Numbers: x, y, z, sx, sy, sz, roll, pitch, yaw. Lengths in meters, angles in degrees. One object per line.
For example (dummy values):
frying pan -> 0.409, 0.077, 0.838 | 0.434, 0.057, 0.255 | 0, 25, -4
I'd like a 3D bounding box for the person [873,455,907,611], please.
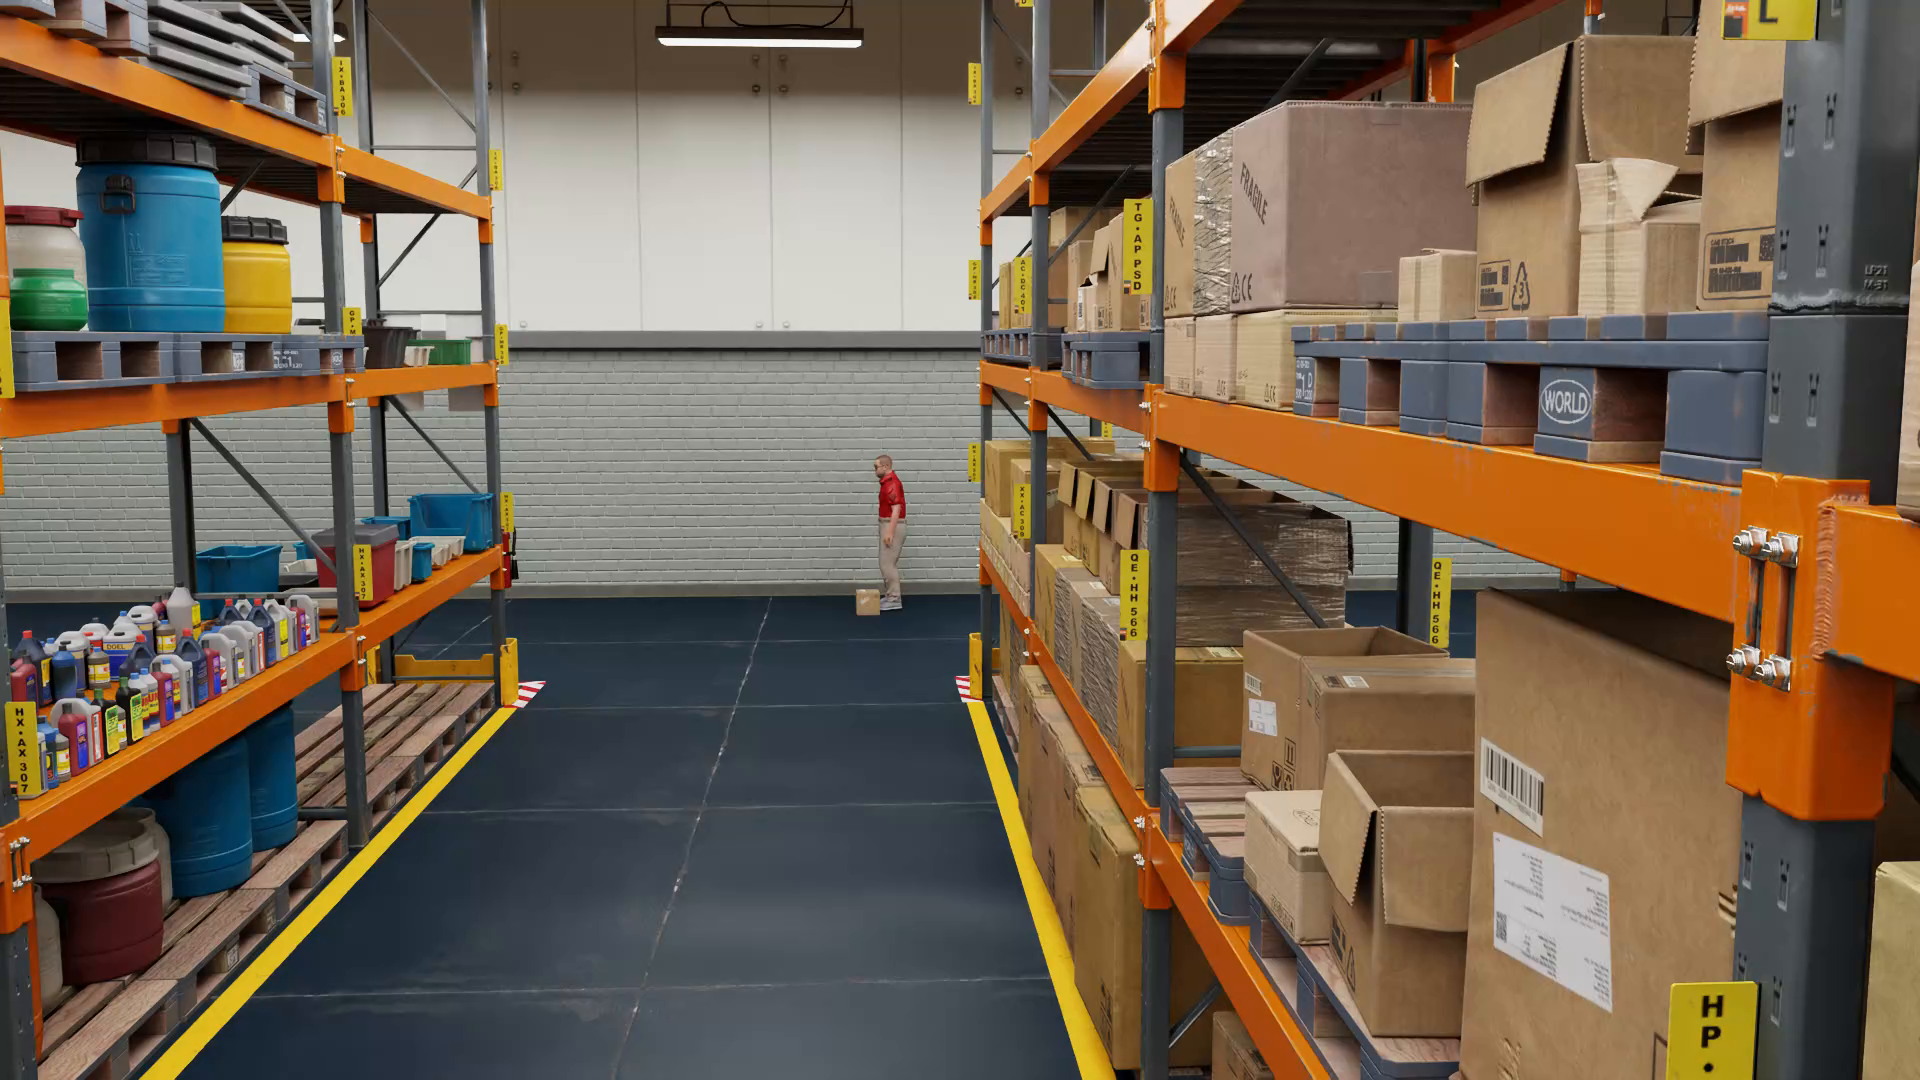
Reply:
person -> -0.792, -0.091, 18.564 | 0.389, 1.727, 0.606 | -1, 7, -7
